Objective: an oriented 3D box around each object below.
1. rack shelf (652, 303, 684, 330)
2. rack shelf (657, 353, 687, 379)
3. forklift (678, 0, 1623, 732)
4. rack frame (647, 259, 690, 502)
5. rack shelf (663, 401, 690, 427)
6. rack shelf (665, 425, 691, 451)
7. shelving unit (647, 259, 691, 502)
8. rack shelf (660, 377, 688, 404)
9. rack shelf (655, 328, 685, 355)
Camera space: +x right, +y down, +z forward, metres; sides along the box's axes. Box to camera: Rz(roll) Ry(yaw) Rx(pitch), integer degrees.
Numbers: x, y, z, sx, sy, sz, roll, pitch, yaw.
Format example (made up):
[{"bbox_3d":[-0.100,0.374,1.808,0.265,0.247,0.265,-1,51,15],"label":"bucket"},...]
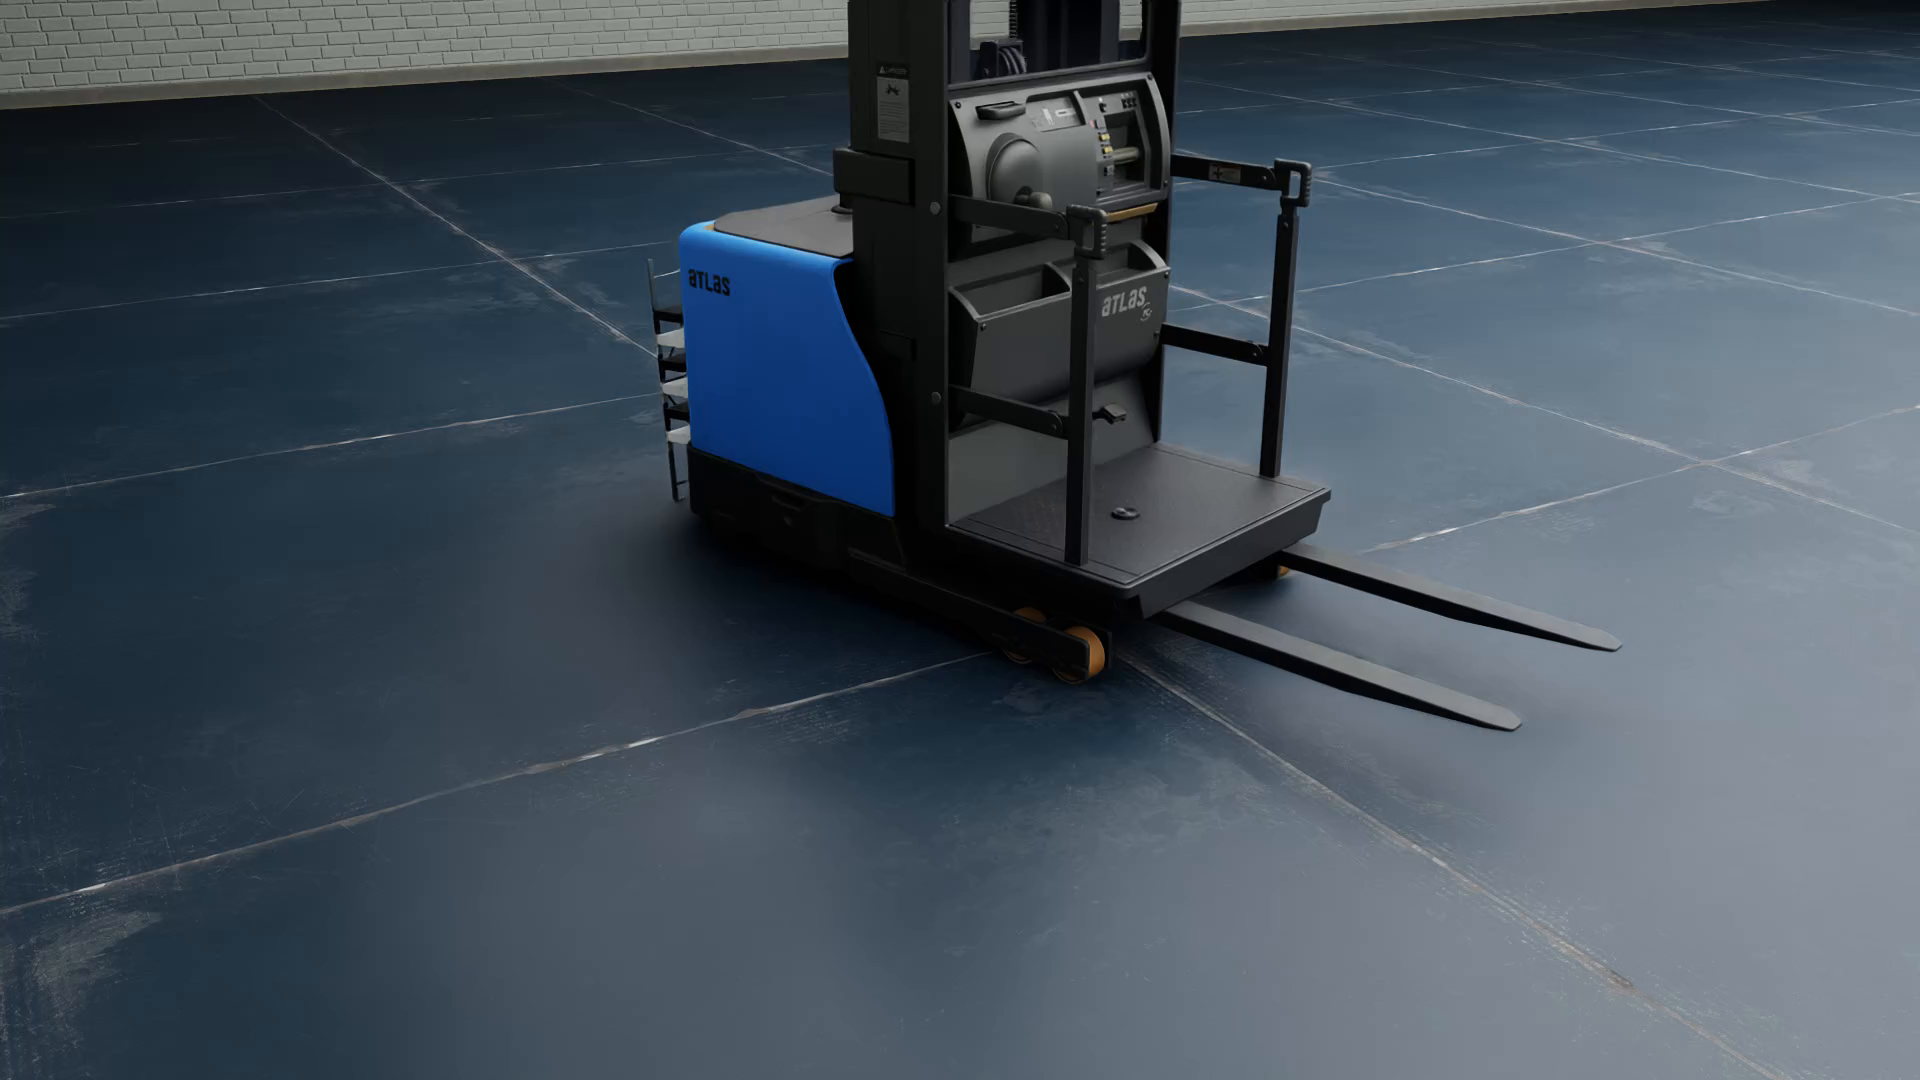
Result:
[{"bbox_3d":[-0.935,-0.802,5.948,0.200,0.077,0.258,13,25,37],"label":"rack shelf"},{"bbox_3d":[-0.927,-0.633,6.009,0.200,0.077,0.258,13,25,37],"label":"rack shelf"},{"bbox_3d":[0.469,-1.164,4.783,3.031,2.935,1.130,19,29,39],"label":"forklift"},{"bbox_3d":[-1.004,-0.599,6.090,0.006,0.900,0.240,13,25,37],"label":"rack frame"},{"bbox_3d":[-0.919,-0.464,6.071,0.200,0.077,0.258,13,25,37],"label":"rack shelf"},{"bbox_3d":[-0.915,-0.380,6.101,0.200,0.077,0.258,13,25,37],"label":"rack shelf"},{"bbox_3d":[-0.925,-0.580,6.029,0.210,0.900,0.258,13,25,37],"label":"shelving unit"},{"bbox_3d":[-0.923,-0.549,6.040,0.200,0.077,0.258,13,25,37],"label":"rack shelf"},{"bbox_3d":[-0.931,-0.718,5.979,0.200,0.077,0.258,13,25,37],"label":"rack shelf"}]
